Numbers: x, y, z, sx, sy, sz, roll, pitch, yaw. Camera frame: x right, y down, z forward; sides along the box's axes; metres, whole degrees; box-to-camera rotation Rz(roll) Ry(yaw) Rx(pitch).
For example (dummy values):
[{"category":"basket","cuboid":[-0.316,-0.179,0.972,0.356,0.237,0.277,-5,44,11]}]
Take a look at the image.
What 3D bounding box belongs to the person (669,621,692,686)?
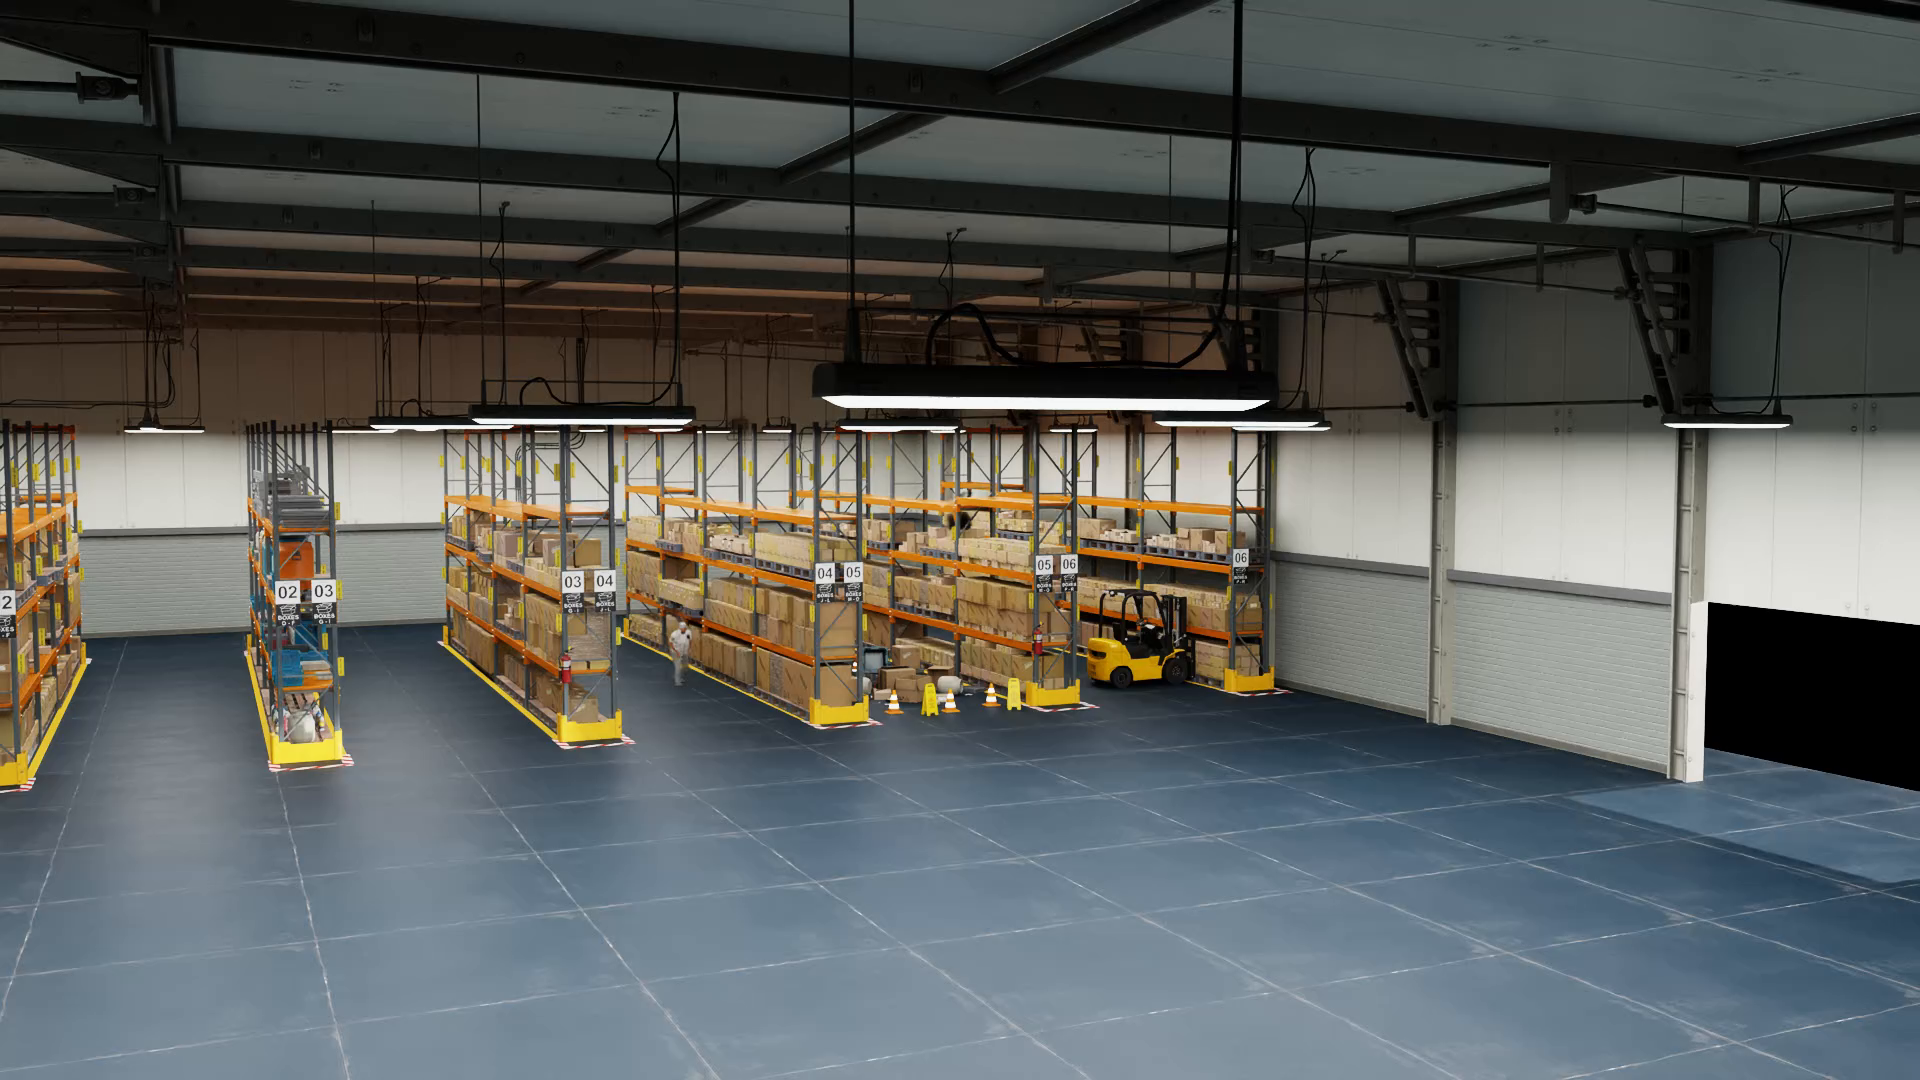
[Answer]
[{"category":"person","cuboid":[-6.401,2.585,38.133,0.642,1.516,0.898,-3,5,-41]}]
